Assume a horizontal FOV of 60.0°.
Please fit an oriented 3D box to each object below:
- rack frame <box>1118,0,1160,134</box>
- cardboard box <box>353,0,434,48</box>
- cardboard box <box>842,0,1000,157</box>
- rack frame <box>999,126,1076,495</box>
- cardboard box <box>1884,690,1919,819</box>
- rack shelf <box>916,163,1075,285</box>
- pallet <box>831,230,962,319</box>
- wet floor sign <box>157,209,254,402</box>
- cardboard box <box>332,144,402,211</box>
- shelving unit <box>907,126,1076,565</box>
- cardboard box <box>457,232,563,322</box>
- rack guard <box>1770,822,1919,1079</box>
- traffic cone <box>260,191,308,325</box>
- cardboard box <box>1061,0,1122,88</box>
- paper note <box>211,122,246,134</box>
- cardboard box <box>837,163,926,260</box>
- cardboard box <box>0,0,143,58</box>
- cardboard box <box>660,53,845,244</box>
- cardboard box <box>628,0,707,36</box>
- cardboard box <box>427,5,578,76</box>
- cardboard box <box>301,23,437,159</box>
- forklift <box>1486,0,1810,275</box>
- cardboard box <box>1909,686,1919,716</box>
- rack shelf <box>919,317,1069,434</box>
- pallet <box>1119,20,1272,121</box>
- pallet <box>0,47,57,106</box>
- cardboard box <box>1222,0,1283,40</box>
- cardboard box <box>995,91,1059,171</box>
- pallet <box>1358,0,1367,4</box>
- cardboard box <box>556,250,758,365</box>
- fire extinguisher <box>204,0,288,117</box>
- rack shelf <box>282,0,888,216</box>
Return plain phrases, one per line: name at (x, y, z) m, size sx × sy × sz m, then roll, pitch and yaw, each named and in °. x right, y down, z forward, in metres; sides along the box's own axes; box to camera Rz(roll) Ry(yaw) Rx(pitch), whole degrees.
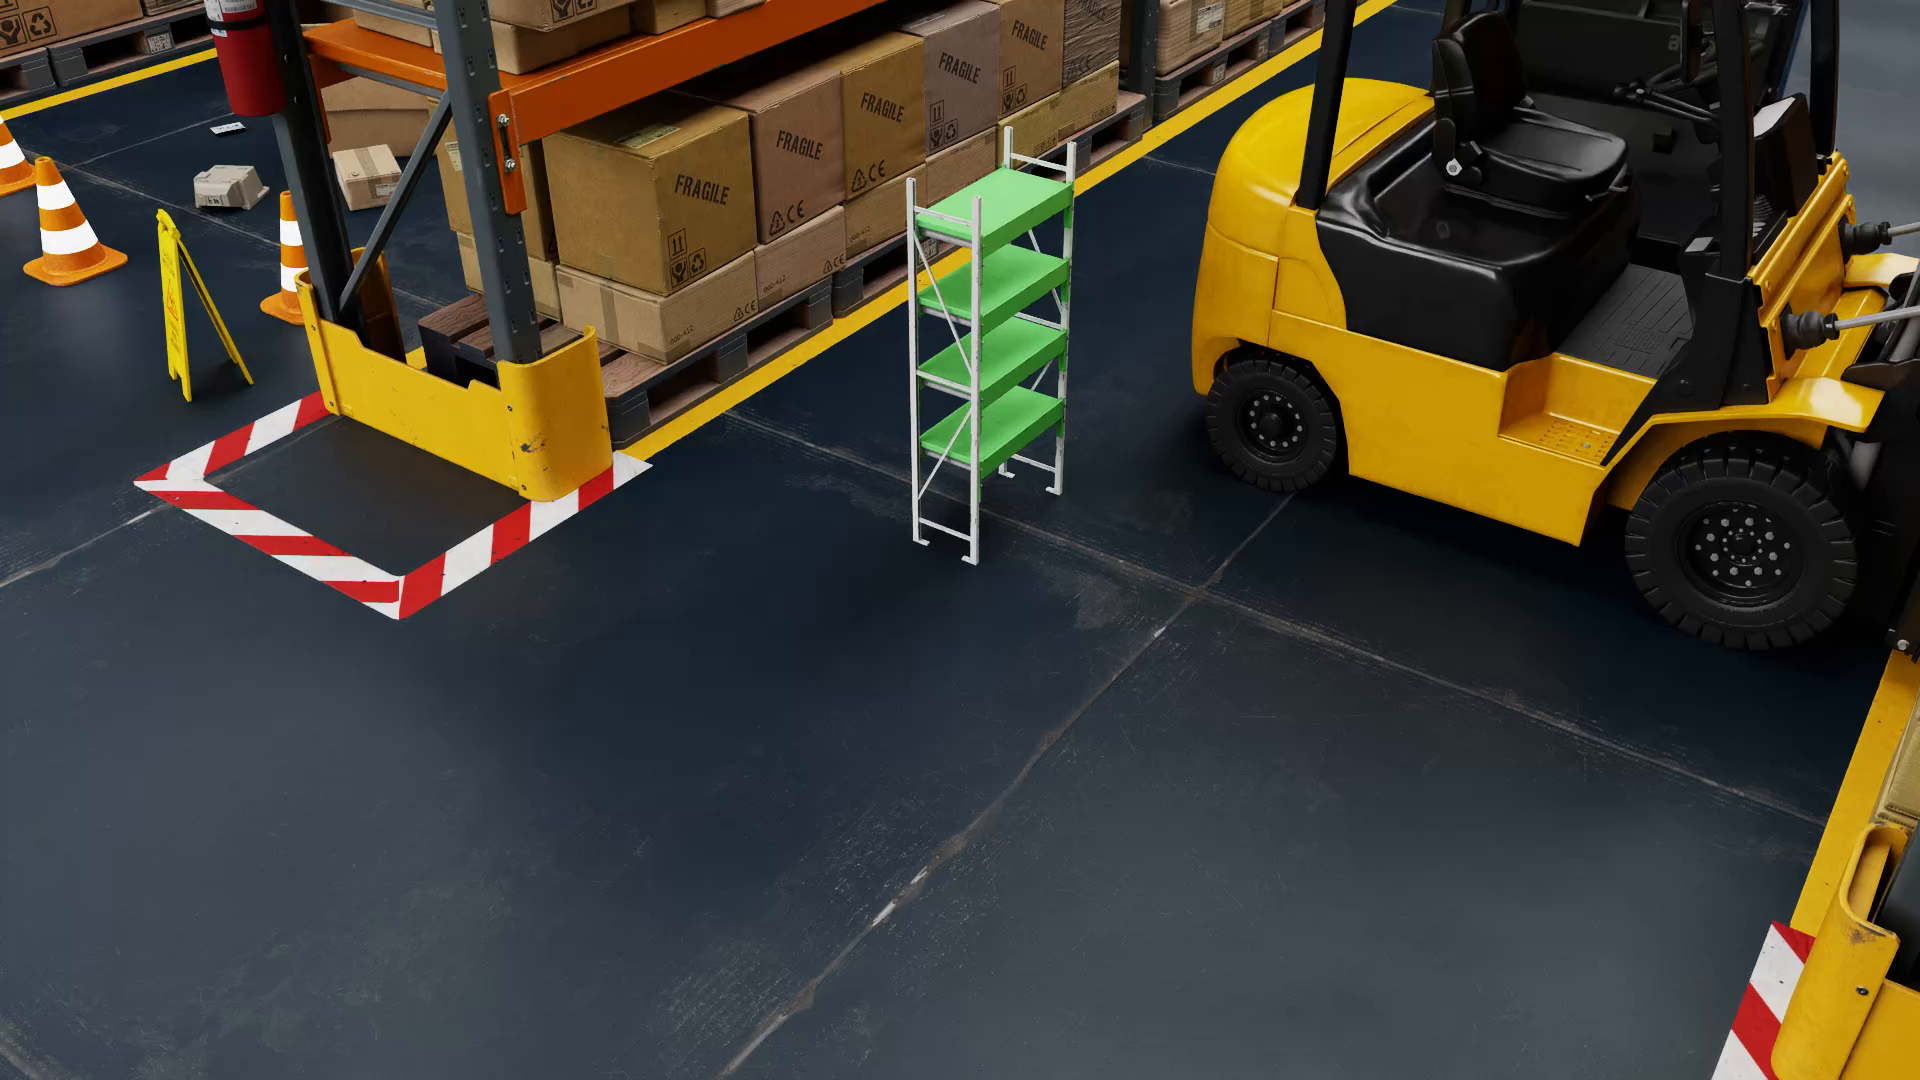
rack frame at (0.511, -3.422, 7.633) m, size 1.000 × 3.000 × 0.127 m, roll 21°, pitch 39°, yaw 28°
cardboard box at (-1.733, -1.718, 5.337) m, size 0.380 × 0.149 × 0.250 m, roll 23°, pitch 40°, yaw 30°
cardboard box at (-0.185, -1.940, 6.852) m, size 0.500 × 0.500 × 0.500 m, roll 24°, pitch 41°, yaw 31°
rack frame at (0.234, -0.686, 5.193) m, size 0.240 × 1.200 × 0.015 m, roll 21°, pitch 39°, yaw 28°
cardboard box at (2.330, 0.436, 3.561) m, size 0.500 × 0.250 × 0.500 m, roll 21°, pitch 39°, yaw 28°
rack shelf at (0.094, -0.918, 4.793) m, size 0.258 × 0.148 × 0.480 m, roll 21°, pitch 39°, yaw 28°
pallet at (-0.538, -1.383, 7.107) m, size 1.003 × 0.211 × 1.213 m, roll 21°, pitch 39°, yaw 28°
wet floor sign at (-2.757, -0.861, 5.947) m, size 0.232 × 0.644 × 0.267 m, roll -22°, pitch 40°, yaw -29°
cardboard box at (-2.683, -1.649, 7.555) m, size 0.250 × 0.149 × 0.380 m, roll -15°, pitch 37°, yaw -21°
shelving unit at (0.094, -0.573, 5.027) m, size 0.258 × 1.200 × 0.503 m, roll 21°, pitch 39°, yaw 28°
cardboard box at (-1.517, -1.086, 6.257) m, size 0.500 × 0.250 × 0.500 m, roll 21°, pitch 39°, yaw 28°
rack guard at (2.296, 1.049, 3.253) m, size 1.175 × 0.500 × 0.348 m, roll 21°, pitch 39°, yaw 28°
traffic cone at (-2.585, -1.141, 6.524) m, size 0.336 × 0.463 × 0.334 m, roll 21°, pitch 39°, yaw 28°
cardboard box at (0.394, -2.410, 7.546) m, size 0.500 × 0.500 × 0.500 m, roll 21°, pitch 39°, yaw 28°
paper note at (-3.629, -2.046, 8.249) m, size 0.142 × 0.017 × 0.144 m, roll -22°, pitch 40°, yaw -29°
cardboard box at (-0.485, -1.387, 6.703) m, size 0.500 × 0.250 × 0.500 m, roll 24°, pitch 41°, yaw 31°
cardboard box at (-5.062, -3.149, 8.750) m, size 0.875 × 0.875 × 0.875 m, roll 21°, pitch 39°, yaw 27°
cardboard box at (-0.775, -1.463, 6.146) m, size 0.500 × 0.500 × 0.500 m, roll 20°, pitch 39°, yaw 27°
cardboard box at (-1.056, -1.785, 5.436) m, size 0.380 × 0.149 × 0.250 m, roll 20°, pitch 39°, yaw 27°
cardboard box at (-1.406, -1.568, 5.115) m, size 0.380 × 0.149 × 0.250 m, roll 21°, pitch 40°, yaw 28°
cardboard box at (-2.848, -2.164, 8.001) m, size 0.797 × 0.503 × 0.637 m, roll -3°, pitch 34°, yaw -4°
forklift at (2.601, -2.370, 6.139) m, size 1.130 × 2.935 × 3.031 m, roll 18°, pitch 38°, yaw 24°
cardboard box at (2.609, 0.424, 4.025) m, size 0.500 × 0.250 × 0.500 m, roll 21°, pitch 39°, yaw 28°
rack shelf at (0.094, -0.520, 5.062) m, size 0.258 × 0.148 × 0.480 m, roll 21°, pitch 39°, yaw 28°
pallet at (0.953, -2.626, 8.945) m, size 1.003 × 0.211 × 1.213 m, roll 21°, pitch 39°, yaw 28°
pallet at (-5.503, -2.354, 8.543) m, size 1.003 × 0.211 × 1.213 m, roll 21°, pitch 39°, yaw 28°
cardboard box at (1.215, -3.082, 9.101) m, size 0.950 × 0.372 × 0.625 m, roll 24°, pitch 41°, yaw 31°
cardboard box at (0.099, -1.851, 7.389) m, size 0.500 × 0.250 × 0.500 m, roll 20°, pitch 39°, yaw 27°
pallet at (2.345, -3.749, 10.605) m, size 1.003 × 0.211 × 1.213 m, roll 21°, pitch 39°, yaw 28°
cardboard box at (-1.083, -0.899, 5.982) m, size 0.500 × 0.250 × 0.500 m, roll 21°, pitch 39°, yaw 28°
fire extinguisher at (-2.214, -1.644, 5.073) m, size 0.296 × 0.674 × 0.183 m, roll 21°, pitch 39°, yaw 28°
rack shelf at (-0.630, -2.204, 6.474) m, size 1.077 × 0.370 × 4.000 m, roll 21°, pitch 39°, yaw 28°
